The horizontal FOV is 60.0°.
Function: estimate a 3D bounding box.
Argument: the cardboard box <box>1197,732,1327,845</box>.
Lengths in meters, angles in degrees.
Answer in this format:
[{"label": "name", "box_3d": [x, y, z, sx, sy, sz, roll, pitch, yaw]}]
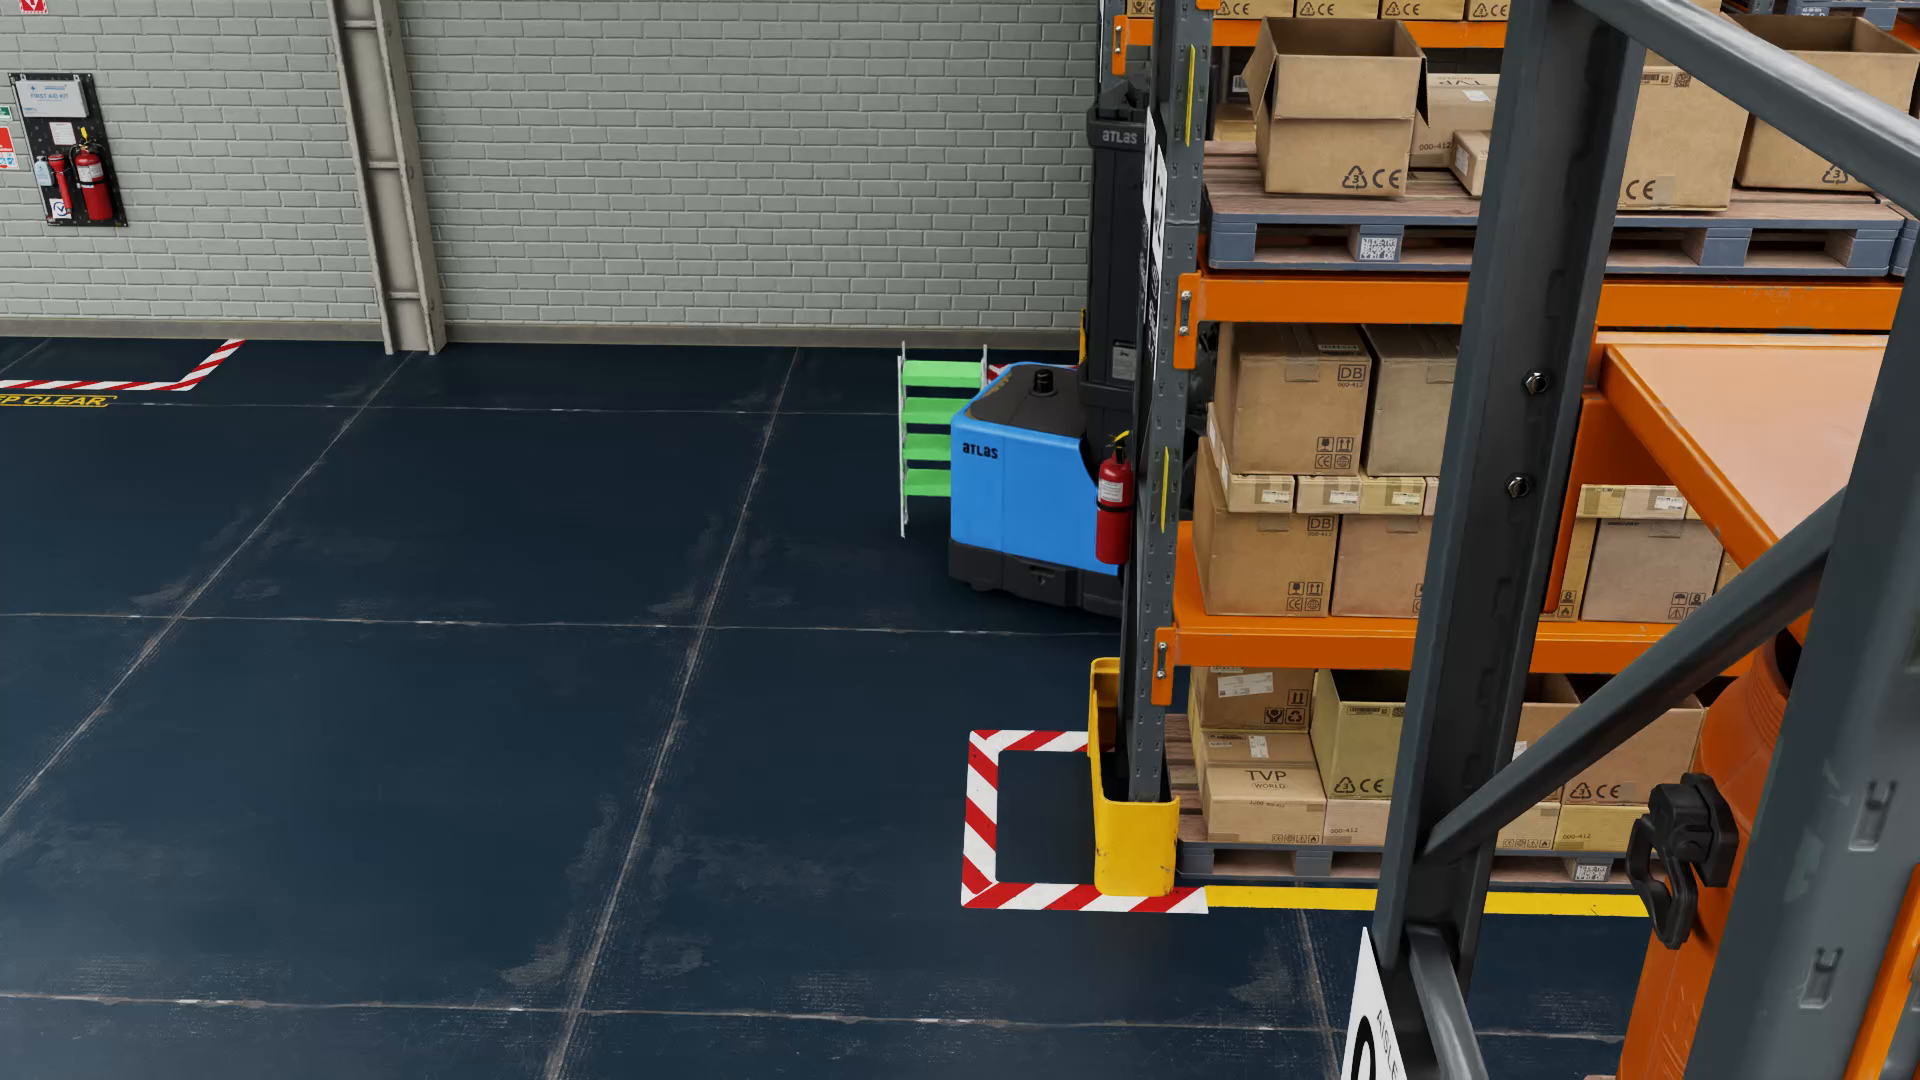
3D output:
[{"label": "cardboard box", "box_3d": [1.341, 1.108, 7.445, 0.500, 0.250, 0.500, 1, 28, 2]}]

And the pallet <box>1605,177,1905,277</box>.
[{"label": "pallet", "box_3d": [2.741, -1.278, 6.350, 1.213, 0.211, 1.003, 1, 28, 2]}]

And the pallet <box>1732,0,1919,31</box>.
[{"label": "pallet", "box_3d": [5.595, -3.469, 10.590, 1.003, 0.211, 1.213, 1, 28, 2]}]

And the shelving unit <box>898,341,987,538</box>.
[{"label": "shelving unit", "box_3d": [-0.103, -0.591, 10.084, 0.503, 1.200, 0.258, 2, 28, 4]}]

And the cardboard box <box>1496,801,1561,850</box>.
[{"label": "cardboard box", "box_3d": [2.341, 1.123, 7.417, 0.500, 0.250, 0.500, 1, 28, 2]}]

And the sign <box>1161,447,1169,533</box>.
[{"label": "sign", "box_3d": [0.788, -0.192, 6.401, 0.005, 0.325, 0.100, 1, 28, 2]}]

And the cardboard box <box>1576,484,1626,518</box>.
[{"label": "cardboard box", "box_3d": [2.485, -0.238, 6.696, 0.250, 0.149, 0.380, 1, 28, 1]}]

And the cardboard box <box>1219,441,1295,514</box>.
[{"label": "cardboard box", "box_3d": [1.198, -0.258, 6.735, 0.250, 0.149, 0.380, 1, 28, 1]}]

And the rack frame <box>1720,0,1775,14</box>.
[{"label": "rack frame", "box_3d": [4.982, -2.287, 11.362, 0.127, 3.000, 1.000, 1, 28, 2]}]

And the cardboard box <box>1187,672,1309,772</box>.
[{"label": "cardboard box", "box_3d": [1.360, 0.865, 7.902, 0.500, 0.250, 0.500, 1, 28, 2]}]

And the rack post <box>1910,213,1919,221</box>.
[{"label": "rack post", "box_3d": [1.386, -0.074, 1.315, 0.954, 0.300, 0.937, 4, 28, 7]}]

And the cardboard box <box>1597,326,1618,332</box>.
[{"label": "cardboard box", "box_3d": [2.362, -0.623, 6.731, 0.500, 0.500, 0.700, 1, 28, 2]}]

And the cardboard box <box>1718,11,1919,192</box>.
[{"label": "cardboard box", "box_3d": [3.169, -1.673, 6.293, 0.637, 0.503, 0.797, 4, 28, 7]}]

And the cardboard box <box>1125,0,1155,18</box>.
[{"label": "cardboard box", "box_3d": [1.310, -3.609, 10.525, 0.500, 0.500, 0.500, 2, 28, 3]}]

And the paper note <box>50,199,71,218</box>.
[{"label": "paper note", "box_3d": [-6.925, -2.551, 12.799, 0.142, 0.148, 0.016, 1, 28, 2]}]

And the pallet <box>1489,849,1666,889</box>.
[{"label": "pallet", "box_3d": [2.795, 1.212, 7.738, 1.213, 0.211, 1.003, 1, 28, 2]}]

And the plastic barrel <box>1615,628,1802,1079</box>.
[{"label": "plastic barrel", "box_3d": [1.125, 0.532, 1.934, 0.708, 0.830, 0.600, 1, 28, 2]}]

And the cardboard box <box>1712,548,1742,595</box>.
[{"label": "cardboard box", "box_3d": [3.339, -0.033, 7.003, 0.500, 0.500, 0.700, 1, 28, 3]}]

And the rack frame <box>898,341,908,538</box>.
[{"label": "rack frame", "box_3d": [-0.346, -0.601, 10.102, 0.015, 1.200, 0.240, 2, 28, 4]}]

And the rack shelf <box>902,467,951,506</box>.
[{"label": "rack shelf", "box_3d": [-0.103, -0.323, 10.226, 0.480, 0.148, 0.258, 2, 28, 4]}]

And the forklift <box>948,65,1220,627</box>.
[{"label": "forklift", "box_3d": [1.493, -0.951, 8.914, 3.031, 2.935, 1.130, 12, 30, 21]}]

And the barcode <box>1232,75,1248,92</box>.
[{"label": "barcode", "box_3d": [1.132, -1.837, 6.691, 0.075, 0.075, 0.001, 1, 28, 2]}]

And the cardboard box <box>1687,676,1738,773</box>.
[{"label": "cardboard box", "box_3d": [3.341, 0.804, 7.217, 0.500, 0.500, 0.500, 1, 28, 2]}]

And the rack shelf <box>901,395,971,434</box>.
[{"label": "rack shelf", "box_3d": [-0.103, -0.747, 10.001, 0.480, 0.148, 0.258, 2, 28, 4]}]

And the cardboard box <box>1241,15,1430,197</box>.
[{"label": "cardboard box", "box_3d": [1.387, -1.641, 6.233, 0.637, 0.503, 0.797, 3, 28, 5]}]

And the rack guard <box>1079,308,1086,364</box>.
[{"label": "rack guard", "box_3d": [1.060, -1.248, 12.070, 0.348, 0.500, 1.175, 1, 28, 2]}]

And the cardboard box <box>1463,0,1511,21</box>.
[{"label": "cardboard box", "box_3d": [3.408, -3.564, 10.440, 0.500, 0.500, 0.500, 0, 28, 0]}]

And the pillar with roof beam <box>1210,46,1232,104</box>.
[{"label": "pillar with roof beam", "box_3d": [1.563, -3.382, 7.022, 0.400, 9.000, 9.100, 1, 28, 2]}]

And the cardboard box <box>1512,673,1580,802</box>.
[{"label": "cardboard box", "box_3d": [2.341, 0.786, 7.251, 0.500, 0.500, 0.500, 1, 28, 2]}]

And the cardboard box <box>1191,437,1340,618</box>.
[{"label": "cardboard box", "box_3d": [1.279, -0.065, 7.063, 0.500, 0.500, 0.700, 1, 28, 2]}]

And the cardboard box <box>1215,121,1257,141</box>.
[{"label": "cardboard box", "box_3d": [1.944, -2.466, 11.037, 0.500, 0.500, 0.500, 1, 28, 2]}]

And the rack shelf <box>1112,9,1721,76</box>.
[{"label": "rack shelf", "box_3d": [2.983, -3.328, 10.890, 4.000, 0.370, 1.077, 1, 28, 2]}]

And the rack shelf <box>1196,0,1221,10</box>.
[{"label": "rack shelf", "box_3d": [2.812, -2.158, 5.907, 4.000, 0.370, 1.077, 1, 28, 2]}]

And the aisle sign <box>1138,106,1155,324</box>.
[{"label": "aisle sign", "box_3d": [0.758, -1.322, 6.765, 0.004, 0.787, 0.394, 1, 28, 2]}]

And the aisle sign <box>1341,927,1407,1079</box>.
[{"label": "aisle sign", "box_3d": [0.573, 0.995, 2.395, 0.004, 0.787, 0.394, 1, 28, 2]}]

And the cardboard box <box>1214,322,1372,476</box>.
[{"label": "cardboard box", "box_3d": [1.332, -0.637, 6.758, 0.500, 0.500, 0.700, 1, 28, 2]}]

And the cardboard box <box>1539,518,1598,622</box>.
[{"label": "cardboard box", "box_3d": [2.300, -0.048, 7.031, 0.500, 0.500, 0.700, 1, 28, 2]}]

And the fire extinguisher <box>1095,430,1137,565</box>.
[{"label": "fire extinguisher", "box_3d": [0.712, -0.220, 7.545, 0.183, 0.674, 0.296, 1, 28, 2]}]

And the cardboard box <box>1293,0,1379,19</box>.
[{"label": "cardboard box", "box_3d": [2.364, -3.577, 10.464, 0.500, 0.500, 0.500, 2, 28, 4]}]

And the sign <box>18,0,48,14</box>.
[{"label": "sign", "box_3d": [-6.755, -3.975, 12.072, 0.199, 0.298, 0.001, 1, 28, 2]}]

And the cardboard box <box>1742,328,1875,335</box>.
[{"label": "cardboard box", "box_3d": [3.362, -0.607, 6.700, 0.500, 0.500, 0.700, 1, 28, 2]}]

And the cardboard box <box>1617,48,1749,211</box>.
[{"label": "cardboard box", "box_3d": [2.463, -1.496, 5.962, 0.500, 0.500, 0.500, 1, 28, 2]}]

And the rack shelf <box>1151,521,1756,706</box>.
[{"label": "rack shelf", "box_3d": [2.812, 0.316, 7.219, 4.000, 0.370, 1.077, 1, 28, 2]}]

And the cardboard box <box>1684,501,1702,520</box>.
[{"label": "cardboard box", "box_3d": [2.997, -0.228, 6.678, 0.250, 0.149, 0.380, 2, 28, 3]}]

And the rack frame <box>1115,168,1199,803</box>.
[{"label": "rack frame", "box_3d": [0.813, -0.035, 7.113, 0.127, 3.000, 1.000, 1, 28, 2]}]

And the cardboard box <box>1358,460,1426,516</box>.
[{"label": "cardboard box", "box_3d": [1.711, -0.250, 6.720, 0.250, 0.149, 0.380, 1, 28, 2]}]
